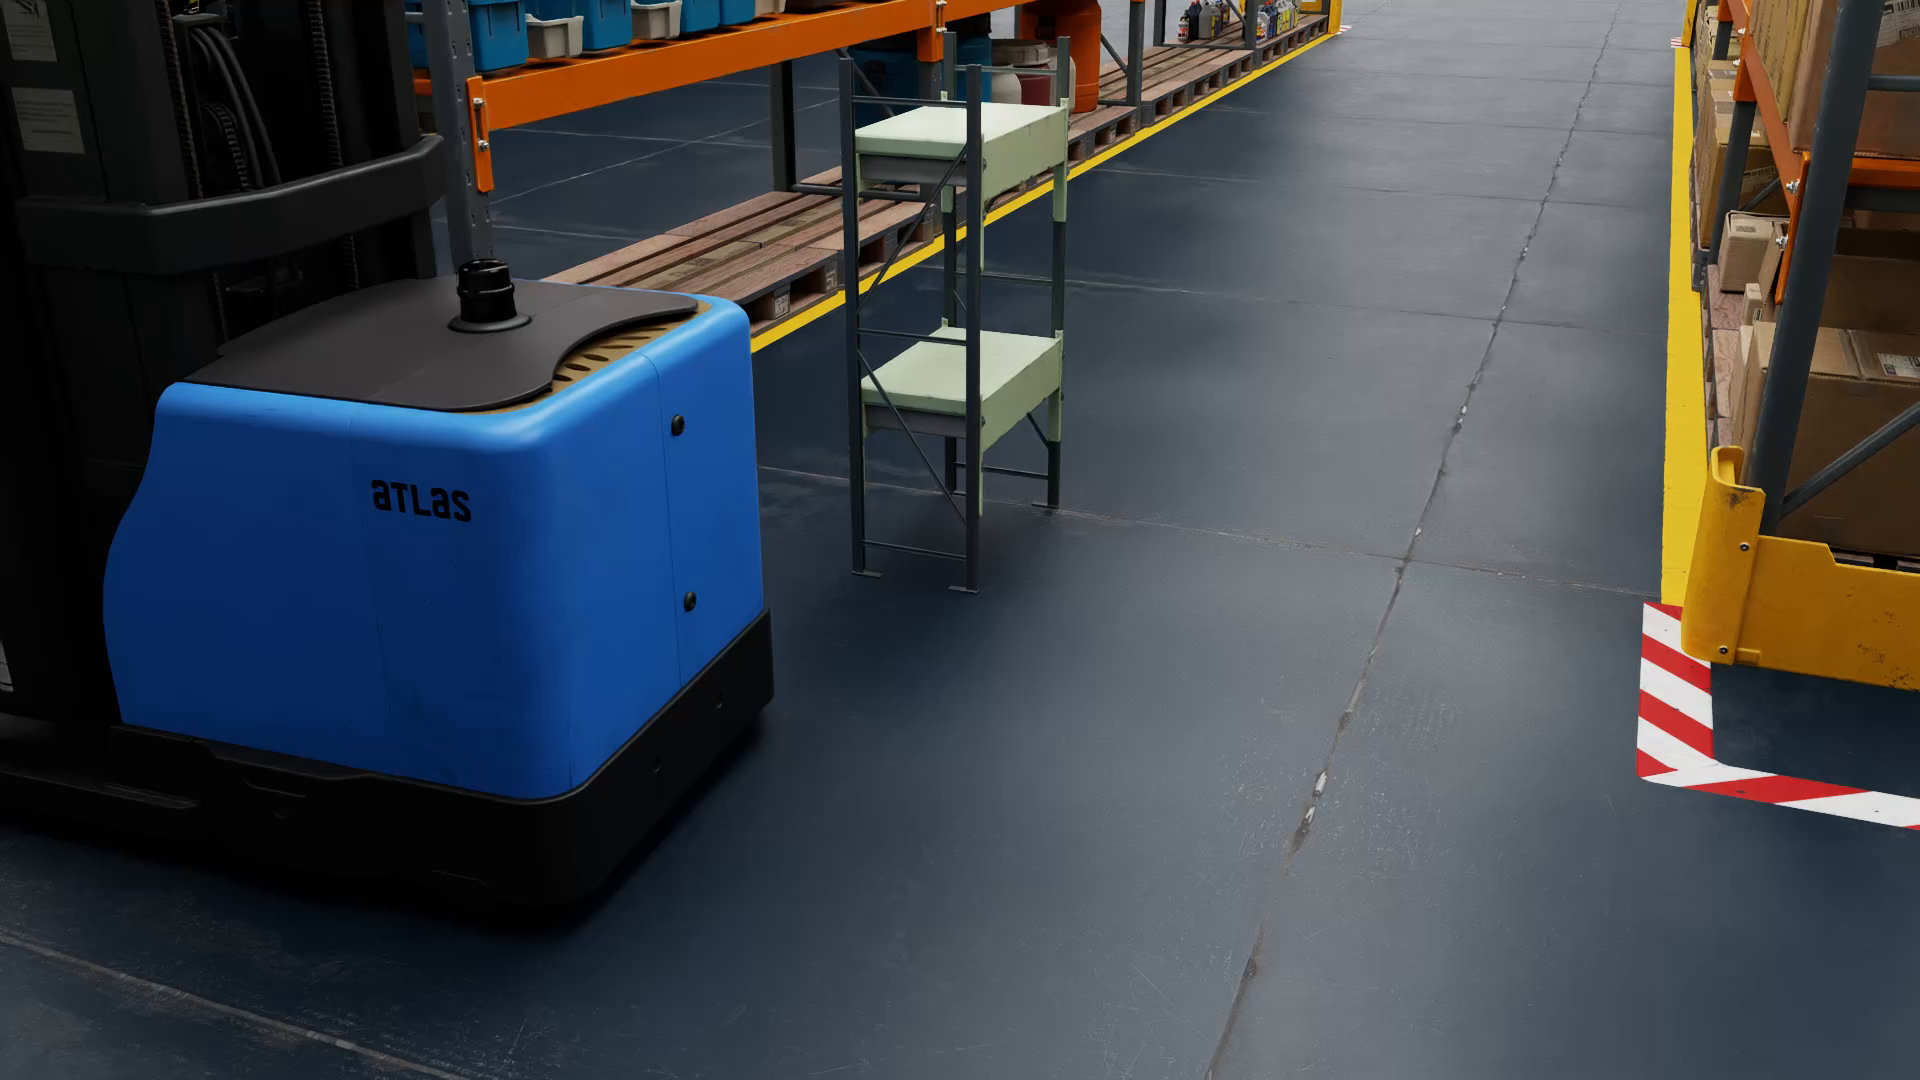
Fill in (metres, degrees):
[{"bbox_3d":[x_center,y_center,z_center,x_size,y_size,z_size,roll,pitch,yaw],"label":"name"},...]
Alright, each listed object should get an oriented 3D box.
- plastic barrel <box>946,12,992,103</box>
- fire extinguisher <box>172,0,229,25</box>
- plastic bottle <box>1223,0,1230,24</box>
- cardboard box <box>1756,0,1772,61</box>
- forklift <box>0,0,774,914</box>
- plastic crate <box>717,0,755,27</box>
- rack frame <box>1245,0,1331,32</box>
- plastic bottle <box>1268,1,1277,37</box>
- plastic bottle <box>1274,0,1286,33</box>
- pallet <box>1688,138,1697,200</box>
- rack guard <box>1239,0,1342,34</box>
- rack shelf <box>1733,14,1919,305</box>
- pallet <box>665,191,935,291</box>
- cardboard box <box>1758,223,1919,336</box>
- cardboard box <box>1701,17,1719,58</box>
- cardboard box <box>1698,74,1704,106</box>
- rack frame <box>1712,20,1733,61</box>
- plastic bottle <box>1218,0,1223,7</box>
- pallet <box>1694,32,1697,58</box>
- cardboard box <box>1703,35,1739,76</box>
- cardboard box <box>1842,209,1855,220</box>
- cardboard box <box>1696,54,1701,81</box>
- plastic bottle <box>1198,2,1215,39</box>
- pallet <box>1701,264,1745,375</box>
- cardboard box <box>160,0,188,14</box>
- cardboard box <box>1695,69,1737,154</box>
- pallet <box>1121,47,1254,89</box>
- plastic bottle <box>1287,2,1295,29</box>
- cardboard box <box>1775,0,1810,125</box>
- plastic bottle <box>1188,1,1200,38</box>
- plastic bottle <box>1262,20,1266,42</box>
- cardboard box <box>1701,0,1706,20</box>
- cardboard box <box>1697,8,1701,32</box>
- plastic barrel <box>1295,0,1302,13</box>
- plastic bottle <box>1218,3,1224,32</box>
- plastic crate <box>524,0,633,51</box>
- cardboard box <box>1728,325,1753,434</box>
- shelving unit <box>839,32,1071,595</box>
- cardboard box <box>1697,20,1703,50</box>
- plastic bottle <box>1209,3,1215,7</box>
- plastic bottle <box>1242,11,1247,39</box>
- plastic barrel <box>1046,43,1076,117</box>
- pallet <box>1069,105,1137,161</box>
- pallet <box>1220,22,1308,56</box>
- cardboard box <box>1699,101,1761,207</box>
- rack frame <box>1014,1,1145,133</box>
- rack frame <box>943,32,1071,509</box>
[{"bbox_3d":[-0.103,-2.830,10.312,0.600,0.901,0.708,9,24,20],"label":"plastic barrel"},{"bbox_3d":[-2.548,-1.531,5.608,0.296,0.674,0.183,9,24,20],"label":"fire extinguisher"},{"bbox_3d":[2.910,-5.793,18.197,0.097,0.271,0.097,0,23,0],"label":"plastic bottle"},{"bbox_3d":[3.196,-1.989,5.991,0.500,0.500,0.500,9,24,20],"label":"cardboard box"},{"bbox_3d":[-2.038,-0.920,3.651,3.031,2.935,1.130,7,24,17],"label":"forklift"},{"bbox_3d":[-1.072,-2.298,6.999,0.416,0.233,0.300,9,24,20],"label":"plastic crate"},{"bbox_3d":[3.873,-7.453,19.202,1.000,3.000,0.127,9,24,20],"label":"rack frame"},{"bbox_3d":[3.143,-5.300,16.912,0.144,0.351,0.185,8,24,18],"label":"plastic bottle"},{"bbox_3d":[3.301,-5.452,17.276,0.144,0.351,0.185,9,24,20],"label":"plastic bottle"},{"bbox_3d":[5.187,-2.332,10.558,1.003,0.211,1.213,9,24,20],"label":"pallet"},{"bbox_3d":[3.889,-6.266,19.603,1.175,0.500,0.348,9,24,20],"label":"rack guard"},{"bbox_3d":[3.270,-1.401,5.646,1.077,0.370,4.000,9,24,20],"label":"rack shelf"},{"bbox_3d":[-0.821,-1.604,8.816,1.003,0.211,1.213,9,24,20],"label":"pallet"},{"bbox_3d":[3.320,-0.827,6.006,0.797,0.503,0.637,9,24,20],"label":"cardboard box"},{"bbox_3d":[6.218,-4.019,13.276,0.500,0.311,0.500,8,24,18],"label":"cardboard box"},{"bbox_3d":[5.846,-3.393,12.504,0.500,0.250,0.500,9,24,21],"label":"cardboard box"},{"bbox_3d":[5.499,-3.880,10.648,1.000,3.000,0.127,9,24,20],"label":"rack frame"},{"bbox_3d":[2.783,-5.671,17.903,0.097,0.271,0.097,0,23,0],"label":"plastic bottle"},{"bbox_3d":[8.226,-5.177,17.369,1.003,0.211,1.213,9,24,20],"label":"pallet"},{"bbox_3d":[5.652,-3.474,11.969,0.500,0.311,0.500,8,24,19],"label":"cardboard box"},{"bbox_3d":[4.419,-1.637,7.949,0.500,0.500,0.500,8,24,18],"label":"cardboard box"},{"bbox_3d":[6.414,-3.945,13.825,0.500,0.250,0.500,9,24,21],"label":"cardboard box"},{"bbox_3d":[2.493,-5.254,16.802,0.144,0.351,0.185,9,24,20],"label":"plastic bottle"},{"bbox_3d":[3.757,-0.916,7.170,1.003,0.211,1.213,9,24,20],"label":"pallet"},{"bbox_3d":[-4.964,-3.314,11.503,1.225,0.875,0.875,9,24,20],"label":"cardboard box"},{"bbox_3d":[4.876,-2.620,10.302,0.500,0.500,0.500,8,24,18],"label":"cardboard box"},{"bbox_3d":[2.132,-4.449,15.627,1.003,0.211,1.213,9,24,20],"label":"pallet"},{"bbox_3d":[3.479,-5.593,17.712,0.152,0.276,0.135,9,24,20],"label":"plastic bottle"},{"bbox_3d":[2.631,-1.449,4.697,0.500,0.500,0.500,9,24,21],"label":"cardboard box"},{"bbox_3d":[2.359,-5.275,16.852,0.144,0.351,0.185,8,24,19],"label":"plastic bottle"},{"bbox_3d":[2.988,-5.058,16.527,0.097,0.201,0.097,0,23,0],"label":"plastic bottle"},{"bbox_3d":[7.505,-5.318,16.138,0.500,0.500,0.500,9,24,20],"label":"cardboard box"},{"bbox_3d":[7.883,-5.328,17.138,0.500,0.250,0.500,9,24,20],"label":"cardboard box"},{"bbox_3d":[3.700,-6.253,19.011,0.421,0.512,0.421,0,23,0],"label":"plastic barrel"},{"bbox_3d":[2.713,-5.470,17.408,0.061,0.283,0.133,9,24,20],"label":"plastic bottle"},{"bbox_3d":[-1.428,-1.955,6.178,0.416,0.233,0.300,9,24,20],"label":"plastic crate"},{"bbox_3d":[2.882,-0.517,5.593,0.500,0.250,0.500,9,24,20],"label":"cardboard box"},{"bbox_3d":[0.002,-0.694,4.967,0.431,1.500,0.755,9,24,20],"label":"shelving unit"},{"bbox_3d":[7.321,-4.792,15.854,0.500,0.250,0.500,9,24,20],"label":"cardboard box"},{"bbox_3d":[2.614,-5.482,17.445,0.152,0.276,0.135,9,24,21],"label":"plastic bottle"},{"bbox_3d":[2.939,-5.253,16.800,0.144,0.351,0.185,9,24,20],"label":"plastic bottle"},{"bbox_3d":[0.609,-3.244,11.808,0.421,0.512,0.421,0,23,0],"label":"plastic barrel"},{"bbox_3d":[0.647,-3.016,12.196,1.003,0.211,1.213,9,24,20],"label":"pallet"},{"bbox_3d":[3.127,-5.408,17.923,1.003,0.211,1.213,9,24,20],"label":"pallet"},{"bbox_3d":[4.309,-2.071,8.989,0.500,0.500,0.500,9,24,21],"label":"cardboard box"},{"bbox_3d":[0.902,-4.591,12.349,1.000,3.000,0.127,9,24,20],"label":"rack frame"},{"bbox_3d":[0.138,-0.825,5.280,0.400,1.500,0.023,9,24,20],"label":"rack frame"}]
